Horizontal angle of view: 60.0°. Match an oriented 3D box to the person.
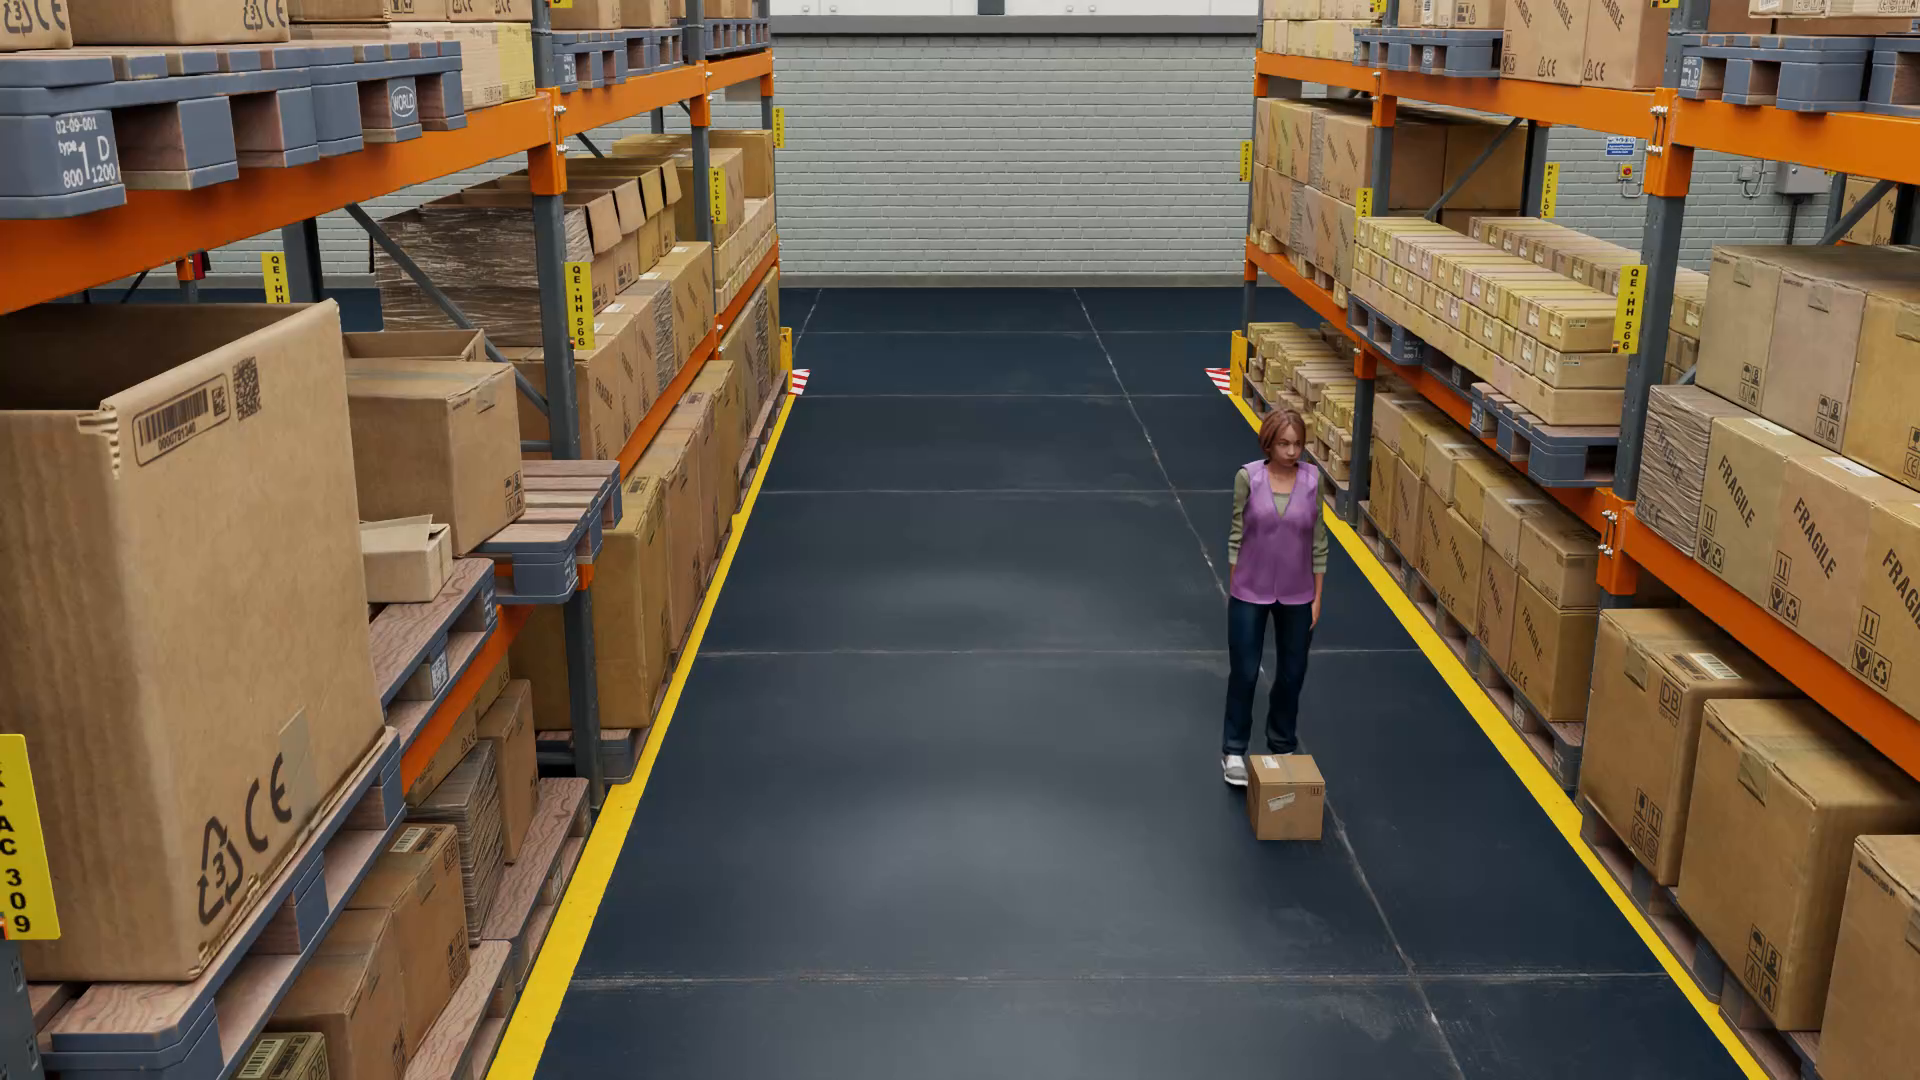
[{"bbox_3d":[1.294,0.237,6.817,0.406,1.594,0.308,0,17,0],"label":"person"}]
